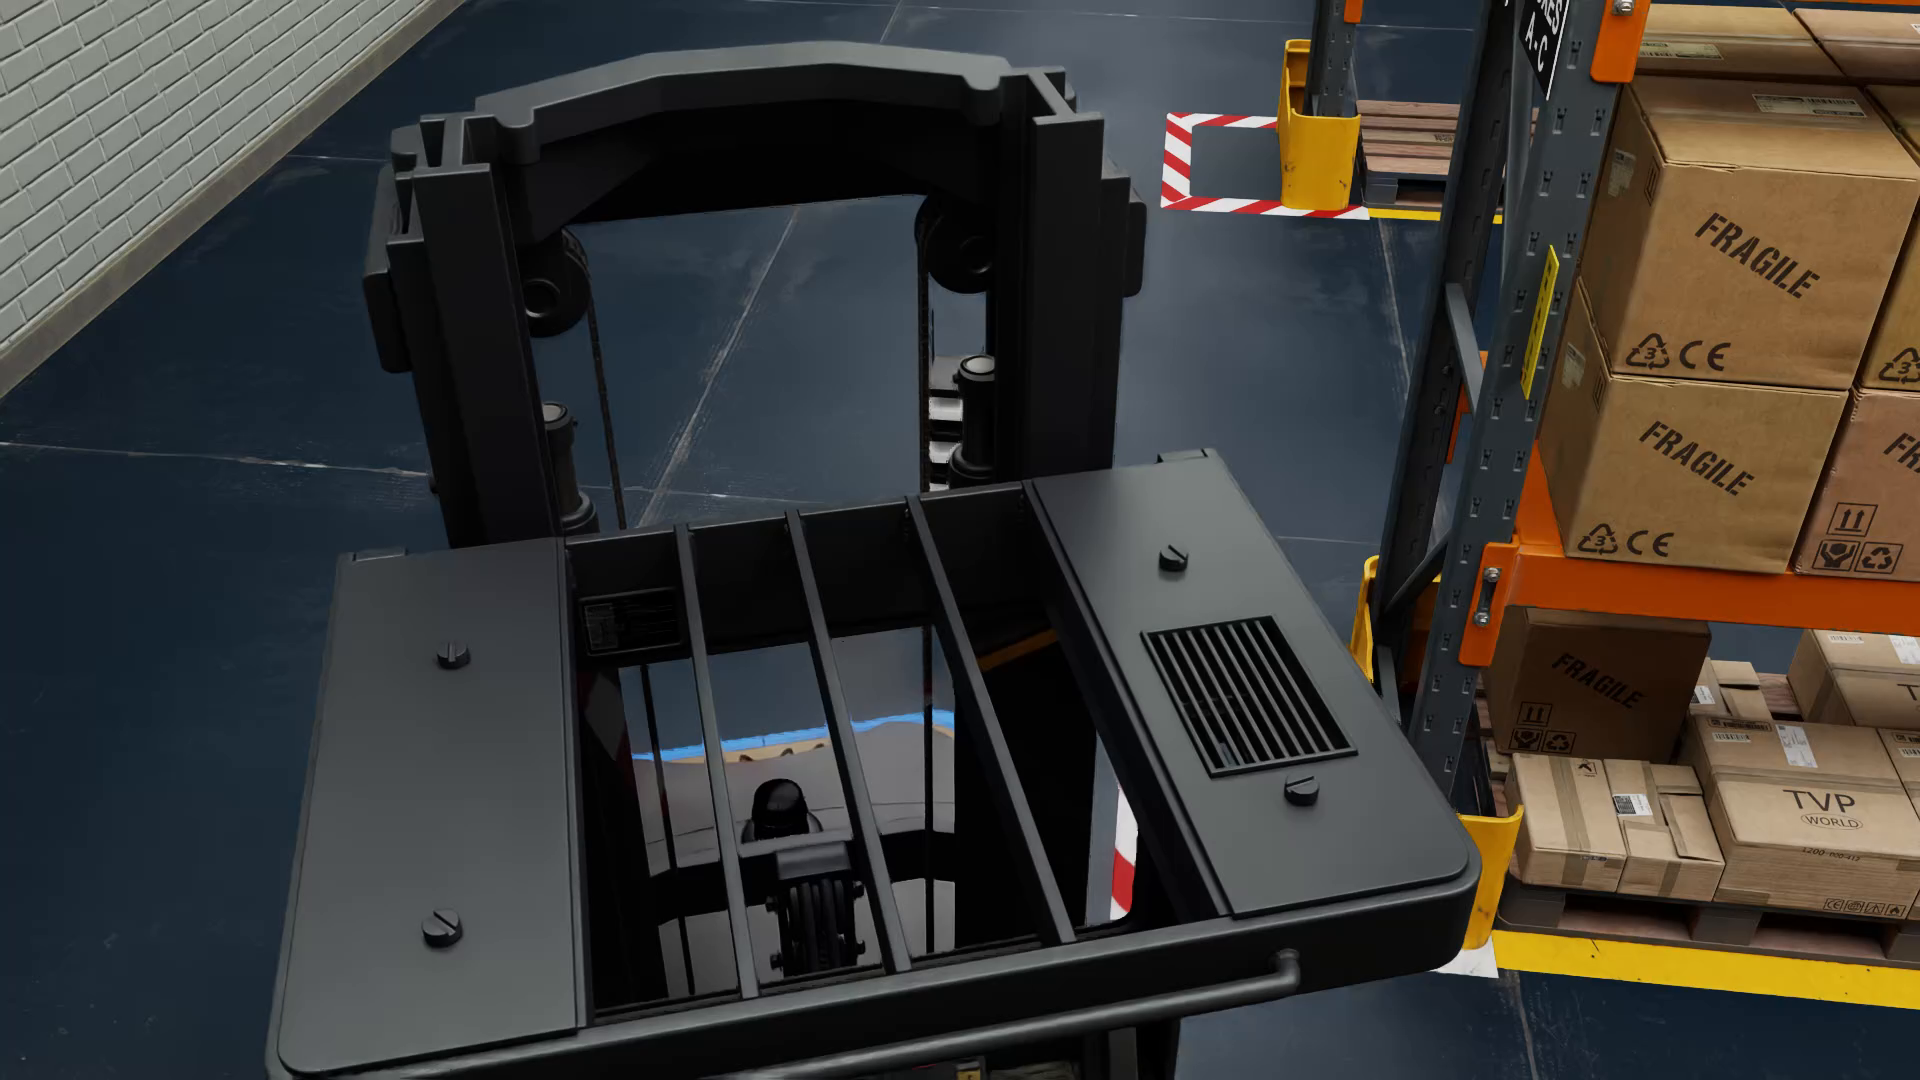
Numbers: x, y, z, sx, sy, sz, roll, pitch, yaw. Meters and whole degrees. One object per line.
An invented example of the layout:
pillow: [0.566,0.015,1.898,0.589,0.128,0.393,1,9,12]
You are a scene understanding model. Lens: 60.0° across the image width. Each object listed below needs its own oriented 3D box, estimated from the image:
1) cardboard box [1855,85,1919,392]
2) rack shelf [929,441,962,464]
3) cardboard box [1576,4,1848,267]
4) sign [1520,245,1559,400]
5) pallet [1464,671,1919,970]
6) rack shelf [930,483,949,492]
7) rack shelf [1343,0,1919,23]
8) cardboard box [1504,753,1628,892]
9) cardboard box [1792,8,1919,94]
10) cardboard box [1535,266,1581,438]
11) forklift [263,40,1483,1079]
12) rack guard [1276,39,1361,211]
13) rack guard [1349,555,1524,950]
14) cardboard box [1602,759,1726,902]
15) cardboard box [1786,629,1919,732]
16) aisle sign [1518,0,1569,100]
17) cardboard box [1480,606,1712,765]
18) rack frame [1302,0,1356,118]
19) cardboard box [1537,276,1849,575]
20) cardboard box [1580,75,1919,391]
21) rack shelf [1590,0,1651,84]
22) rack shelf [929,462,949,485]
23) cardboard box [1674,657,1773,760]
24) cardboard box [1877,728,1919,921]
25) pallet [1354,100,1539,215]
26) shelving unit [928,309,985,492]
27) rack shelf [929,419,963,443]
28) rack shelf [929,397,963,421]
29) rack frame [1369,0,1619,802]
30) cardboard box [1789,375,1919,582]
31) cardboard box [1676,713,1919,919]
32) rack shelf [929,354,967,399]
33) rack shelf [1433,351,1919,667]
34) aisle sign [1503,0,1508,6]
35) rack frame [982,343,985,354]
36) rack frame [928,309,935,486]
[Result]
cardboard box: [2.239,-0.655,3.639,0.500,0.500,0.500,5,36,6]
rack shelf: [-0.008,-0.340,6.009,0.200,0.077,0.258,4,36,6]
cardboard box: [1.789,-0.999,4.121,0.500,0.500,0.500,4,36,6]
sign: [1.244,-0.466,3.575,0.005,0.325,0.100,4,36,6]
pallet: [2.179,0.773,4.985,1.213,0.211,1.003,4,36,6]
rack shelf: [-0.008,-0.193,6.113,0.200,0.077,0.258,4,36,6]
rack shelf: [3.931,-2.839,8.265,4.000,0.370,1.077,4,36,6]
cardboard box: [1.684,0.784,4.644,0.250,0.149,0.380,4,36,6]
cardboard box: [2.291,-0.962,4.070,0.500,0.500,0.500,5,36,7]
cardboard box: [1.792,-0.591,4.409,0.500,0.500,0.500,5,36,7]
forklift: [-0.133,0.956,2.387,1.130,2.935,3.031,-7,36,-10]
rack guard: [1.922,-2.257,8.982,0.348,0.500,1.175,4,36,6]
rack guard: [1.388,0.597,4.983,0.348,0.500,1.175,4,36,6]
cardboard box: [1.932,0.796,4.613,0.250,0.166,0.380,4,36,6]
cardboard box: [2.822,0.500,4.956,0.500,0.250,0.500,4,36,6]
aisle sign: [1.208,-1.320,3.280,0.004,0.787,0.394,4,36,6]
cardboard box: [1.884,0.311,5.006,0.500,0.500,0.500,4,36,6]
rack frame: [1.947,-3.280,8.264,0.127,3.000,1.000,4,36,6]
cardboard box: [1.719,-0.282,3.977,0.500,0.500,0.500,5,36,7]
cardboard box: [1.719,-0.689,3.687,0.500,0.500,0.500,5,36,7]
rack shelf: [3.297,-1.206,3.395,4.000,0.370,1.077,4,36,6]
rack shelf: [-0.008,-0.267,6.061,0.200,0.077,0.258,4,36,6]
cardboard box: [2.274,0.528,4.988,0.250,0.166,0.380,4,36,6]
cardboard box: [2.808,0.792,4.547,0.500,0.250,0.500,4,36,6]
pallet: [2.761,-2.062,8.957,1.213,0.211,1.003,4,36,6]
shelving unit: [-0.008,-0.367,5.989,0.210,0.900,0.258,4,36,6]
rack shelf: [-0.008,-0.413,5.957,0.200,0.077,0.258,4,36,6]
rack shelf: [-0.008,-0.486,5.904,0.200,0.077,0.258,4,36,6]
rack frame: [1.313,-0.426,4.265,0.127,3.000,1.000,4,36,6]
cardboard box: [2.232,-0.247,3.928,0.500,0.500,0.500,4,36,5]
cardboard box: [2.312,0.755,4.599,0.500,0.250,0.500,4,36,6]
rack shelf: [-0.008,-0.560,5.852,0.200,0.077,0.258,4,36,6]
rack shelf: [3.297,0.015,4.267,4.000,0.370,1.077,4,36,6]
aisle sign: [1.284,-1.666,3.764,0.004,0.787,0.394,4,36,6]
rack frame: [0.093,-0.359,5.979,0.006,0.900,0.240,4,36,6]
rack frame: [-0.109,-0.374,6.000,0.006,0.900,0.240,4,36,6]
